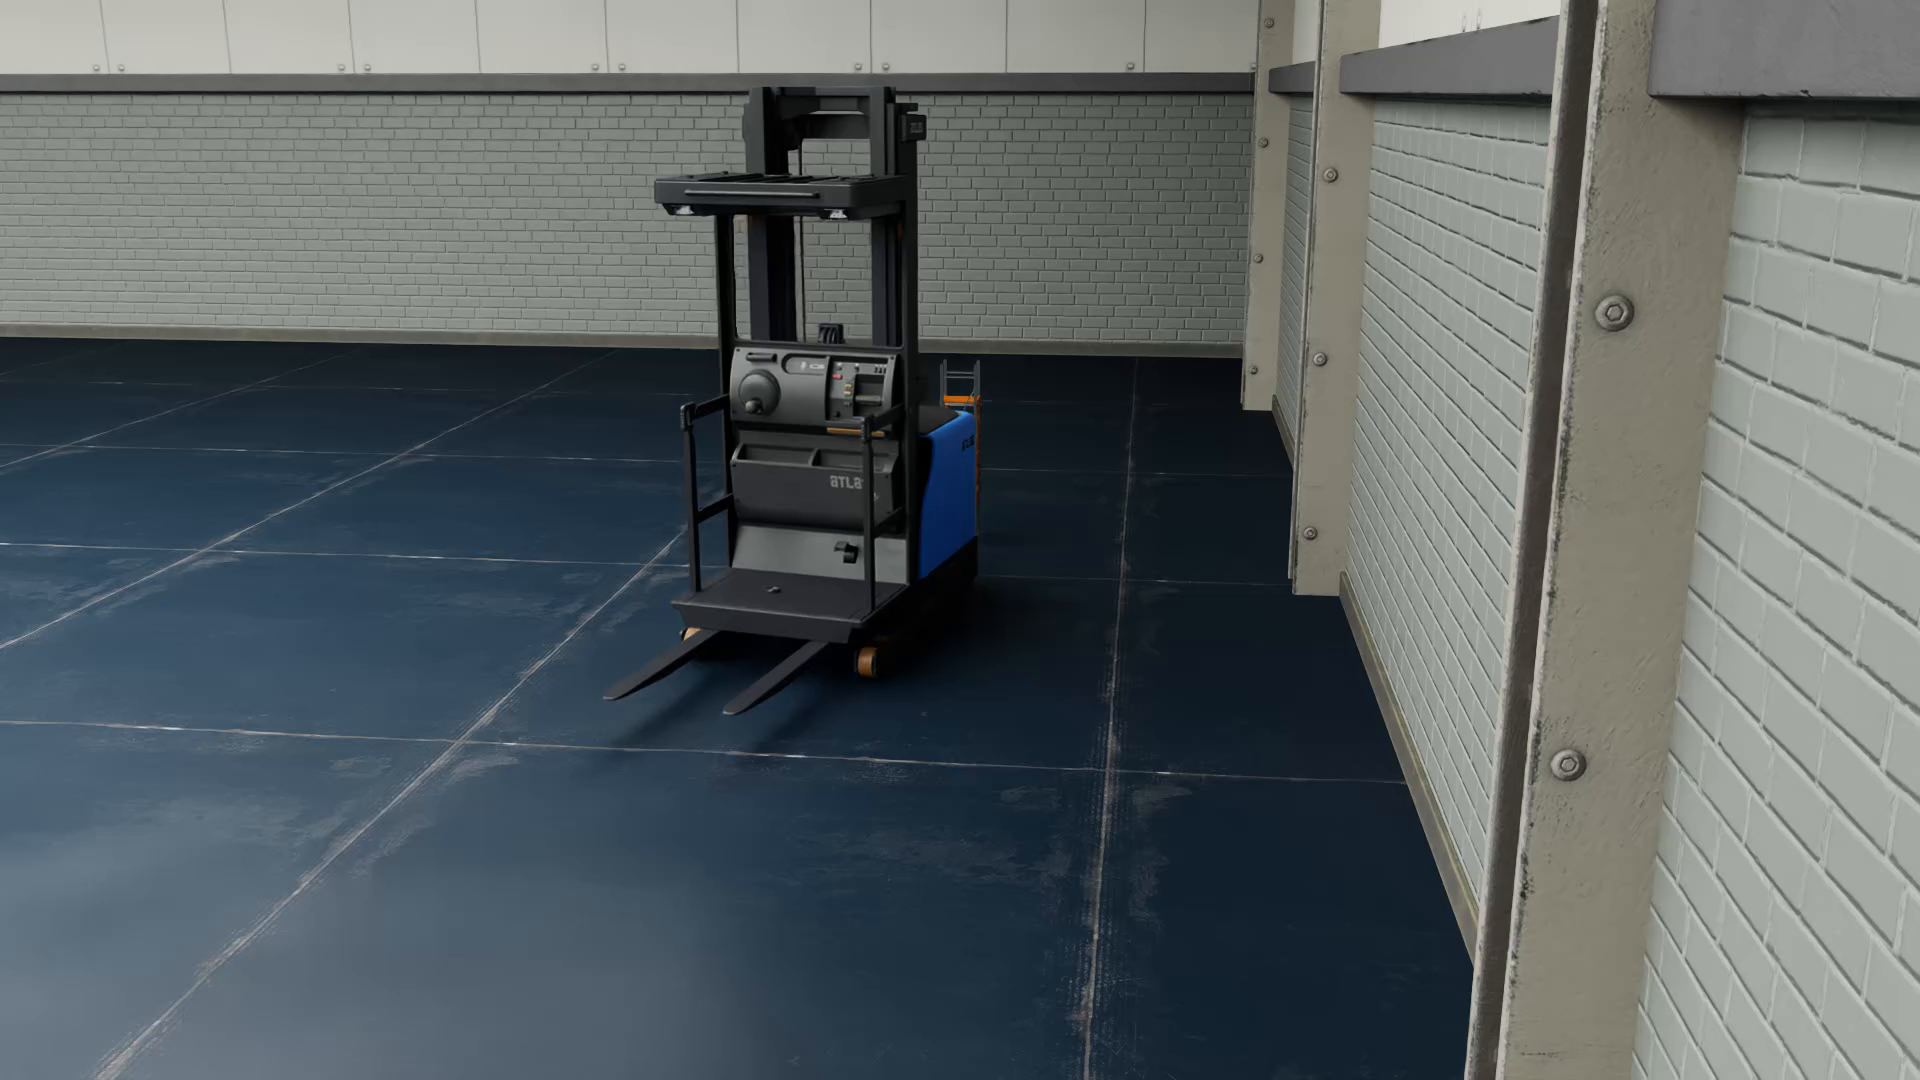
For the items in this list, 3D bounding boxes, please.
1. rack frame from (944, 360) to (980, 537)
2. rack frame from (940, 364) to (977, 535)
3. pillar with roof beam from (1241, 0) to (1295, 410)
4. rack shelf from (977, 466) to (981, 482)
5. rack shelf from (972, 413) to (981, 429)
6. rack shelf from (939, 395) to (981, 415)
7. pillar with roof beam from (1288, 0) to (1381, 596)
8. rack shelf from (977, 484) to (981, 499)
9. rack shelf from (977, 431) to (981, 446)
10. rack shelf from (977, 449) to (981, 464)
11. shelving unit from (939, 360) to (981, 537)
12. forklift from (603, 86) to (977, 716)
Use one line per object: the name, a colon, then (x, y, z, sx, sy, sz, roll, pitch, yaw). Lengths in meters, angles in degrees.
rack frame: (0.012, -0.607, 11.107, 0.240, 1.200, 0.006, 2, 15, 6)
rack frame: (-0.009, -0.559, 10.932, 0.240, 1.200, 0.006, 2, 15, 6)
pillar with roof beam: (-1.431, -5.748, 15.179, 9.100, 9.000, 0.400, 2, 15, 6)
rack shelf: (0.002, -0.424, 11.062, 0.258, 0.103, 0.180, 2, 15, 6)
rack shelf: (0.002, -0.772, 10.968, 0.258, 0.103, 0.180, 2, 15, 6)
rack shelf: (0.002, -0.888, 10.937, 0.258, 0.103, 0.180, 2, 15, 6)
pillar with roof beam: (-2.108, -4.192, 9.424, 9.100, 9.000, 0.400, 2, 15, 6)
rack shelf: (0.002, -0.308, 11.094, 0.258, 0.103, 0.180, 2, 15, 6)
rack shelf: (0.002, -0.656, 11.000, 0.258, 0.103, 0.180, 2, 15, 6)
rack shelf: (0.002, -0.540, 11.031, 0.258, 0.103, 0.180, 2, 15, 6)
shelving unit: (0.002, -0.583, 11.019, 0.258, 1.200, 0.189, 2, 15, 6)
forklift: (-0.844, -0.822, 8.588, 1.130, 2.935, 3.031, 5, 16, 18)
